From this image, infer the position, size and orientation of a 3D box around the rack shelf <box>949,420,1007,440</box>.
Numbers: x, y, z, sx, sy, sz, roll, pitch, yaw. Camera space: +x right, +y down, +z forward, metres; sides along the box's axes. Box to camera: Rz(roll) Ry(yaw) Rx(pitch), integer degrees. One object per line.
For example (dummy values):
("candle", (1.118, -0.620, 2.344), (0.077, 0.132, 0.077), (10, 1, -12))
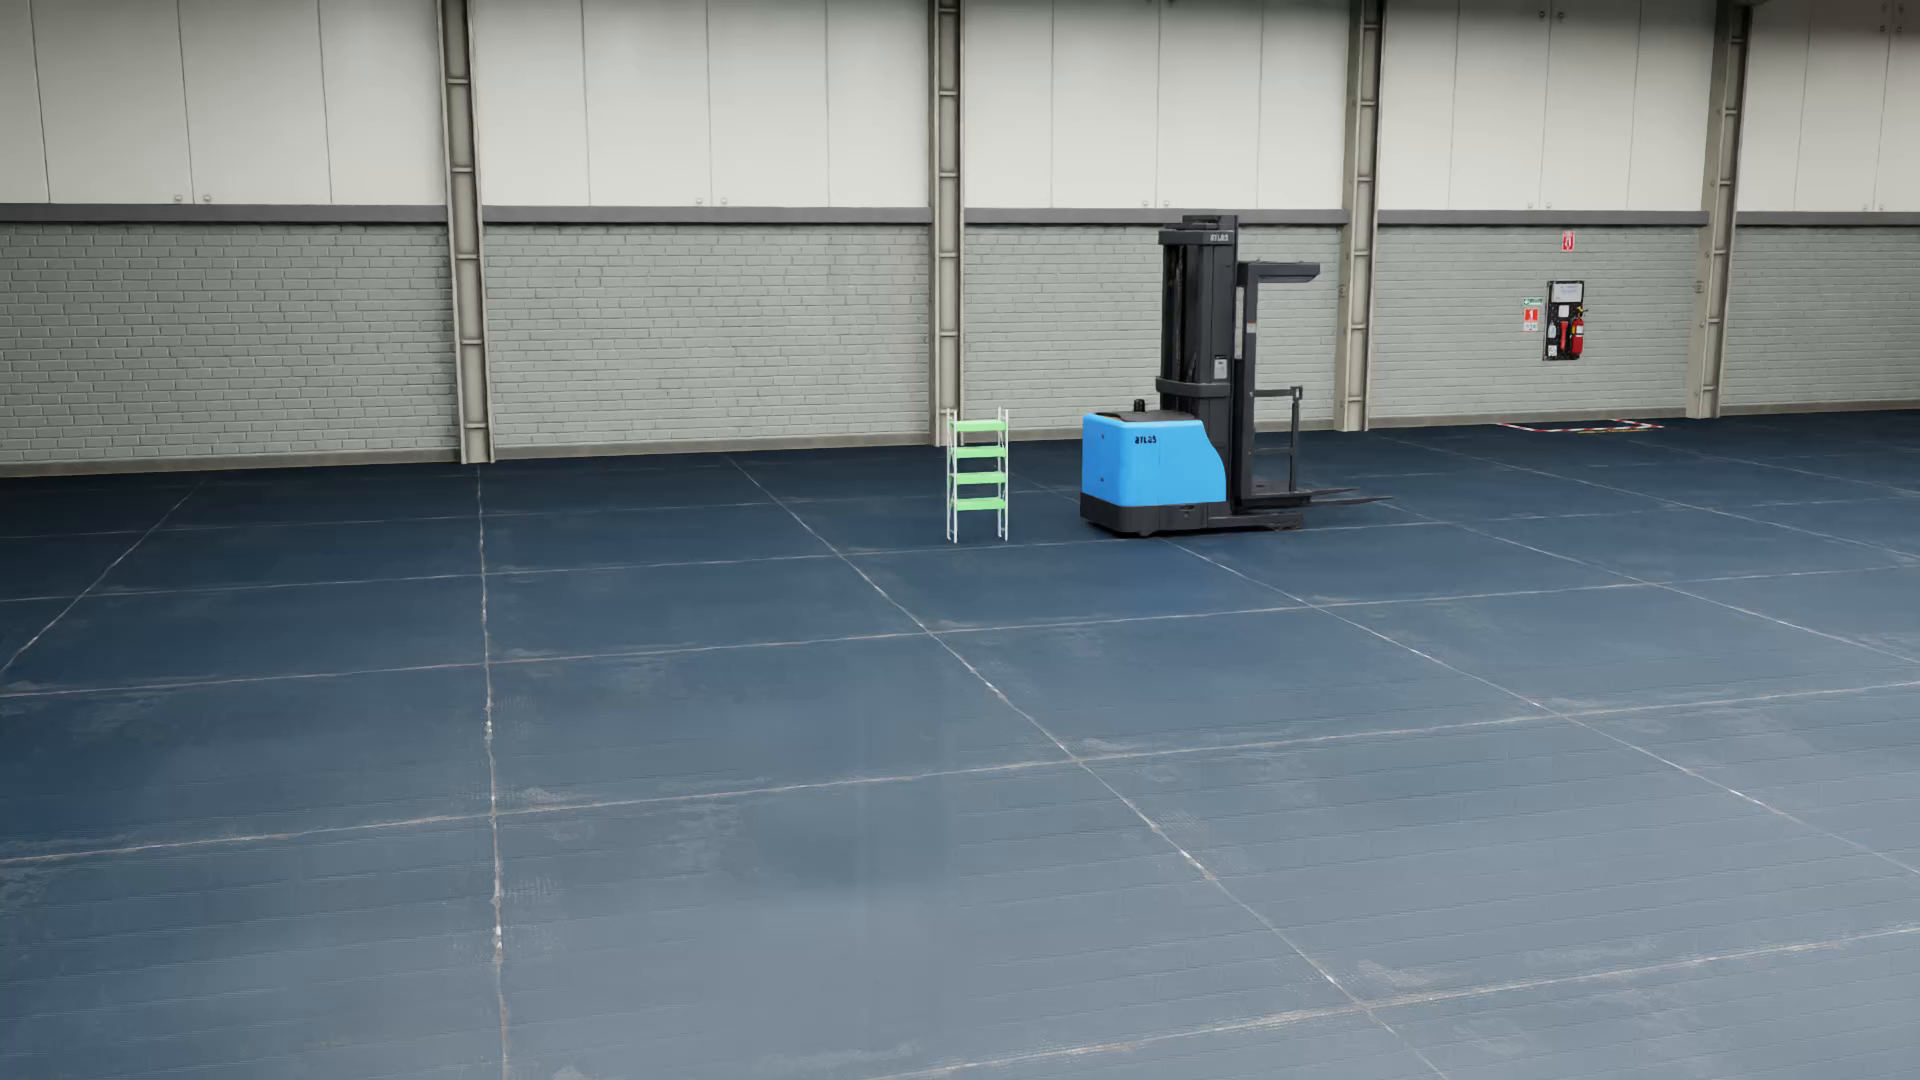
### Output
("rack shelf", (0.159, -1.008, 15.112), (0.480, 0.148, 0.258), (-3, 11, -16))

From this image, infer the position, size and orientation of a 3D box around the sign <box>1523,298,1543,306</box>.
("sign", (8.409, -3.498, 24.405), (0.331, 0.109, 0.001), (-3, 11, -16))

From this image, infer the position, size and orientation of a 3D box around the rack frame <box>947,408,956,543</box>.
("rack frame", (-0.075, -0.586, 15.120), (0.015, 1.200, 0.240), (-3, 11, -16))

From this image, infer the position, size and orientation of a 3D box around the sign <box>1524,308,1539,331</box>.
("sign", (8.402, -3.239, 24.461), (0.234, 0.329, 0.001), (-3, 11, -16))

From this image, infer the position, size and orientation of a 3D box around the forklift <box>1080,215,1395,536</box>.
("forklift", (2.738, -1.613, 15.916), (3.031, 2.935, 1.130), (-4, 11, -19))

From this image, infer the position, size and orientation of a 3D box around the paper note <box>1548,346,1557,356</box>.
("paper note", (8.773, -2.801, 24.615), (0.142, 0.148, 0.016), (-3, 11, -16))

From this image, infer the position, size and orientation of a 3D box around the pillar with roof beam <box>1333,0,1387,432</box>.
("pillar with roof beam", (6.788, -5.248, 18.904), (0.400, 9.000, 9.100), (-3, 11, -16))

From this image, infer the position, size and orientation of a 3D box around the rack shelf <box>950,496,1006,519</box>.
("rack shelf", (0.159, -0.300, 15.242), (0.480, 0.148, 0.258), (-3, 11, -16))

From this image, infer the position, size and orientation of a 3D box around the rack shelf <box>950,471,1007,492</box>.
("rack shelf", (0.159, -0.536, 15.198), (0.480, 0.148, 0.258), (-3, 11, -16))

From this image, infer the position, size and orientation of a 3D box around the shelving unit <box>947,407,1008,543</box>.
("shelving unit", (0.159, -0.598, 15.187), (0.503, 1.200, 0.258), (-3, 11, -16))

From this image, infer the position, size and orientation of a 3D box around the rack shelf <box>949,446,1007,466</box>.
("rack shelf", (0.159, -0.772, 15.155), (0.480, 0.148, 0.258), (-3, 11, -16))

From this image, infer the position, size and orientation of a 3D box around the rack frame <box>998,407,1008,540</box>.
("rack frame", (0.393, -0.611, 15.254), (0.015, 1.200, 0.240), (-3, 11, -16))

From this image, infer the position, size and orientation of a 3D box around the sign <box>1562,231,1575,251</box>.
("sign", (8.926, -4.388, 24.400), (0.199, 0.298, 0.001), (-3, 11, -16))

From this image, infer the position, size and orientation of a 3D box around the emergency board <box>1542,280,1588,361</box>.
("emergency board", (8.962, -3.231, 24.518), (0.643, 1.169, 0.194), (-3, 11, -16))

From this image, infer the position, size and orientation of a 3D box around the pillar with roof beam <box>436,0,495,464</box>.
("pillar with roof beam", (-4.734, -4.641, 15.605), (0.400, 9.000, 9.100), (-3, 11, -16))

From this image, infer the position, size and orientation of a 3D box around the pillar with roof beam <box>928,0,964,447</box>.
("pillar with roof beam", (1.027, -4.945, 17.255), (0.400, 9.000, 9.100), (-3, 11, -16))

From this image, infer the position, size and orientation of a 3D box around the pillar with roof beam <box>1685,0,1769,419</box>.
("pillar with roof beam", (12.548, -5.552, 20.553), (0.548, 9.000, 9.100), (-3, 11, -16))
